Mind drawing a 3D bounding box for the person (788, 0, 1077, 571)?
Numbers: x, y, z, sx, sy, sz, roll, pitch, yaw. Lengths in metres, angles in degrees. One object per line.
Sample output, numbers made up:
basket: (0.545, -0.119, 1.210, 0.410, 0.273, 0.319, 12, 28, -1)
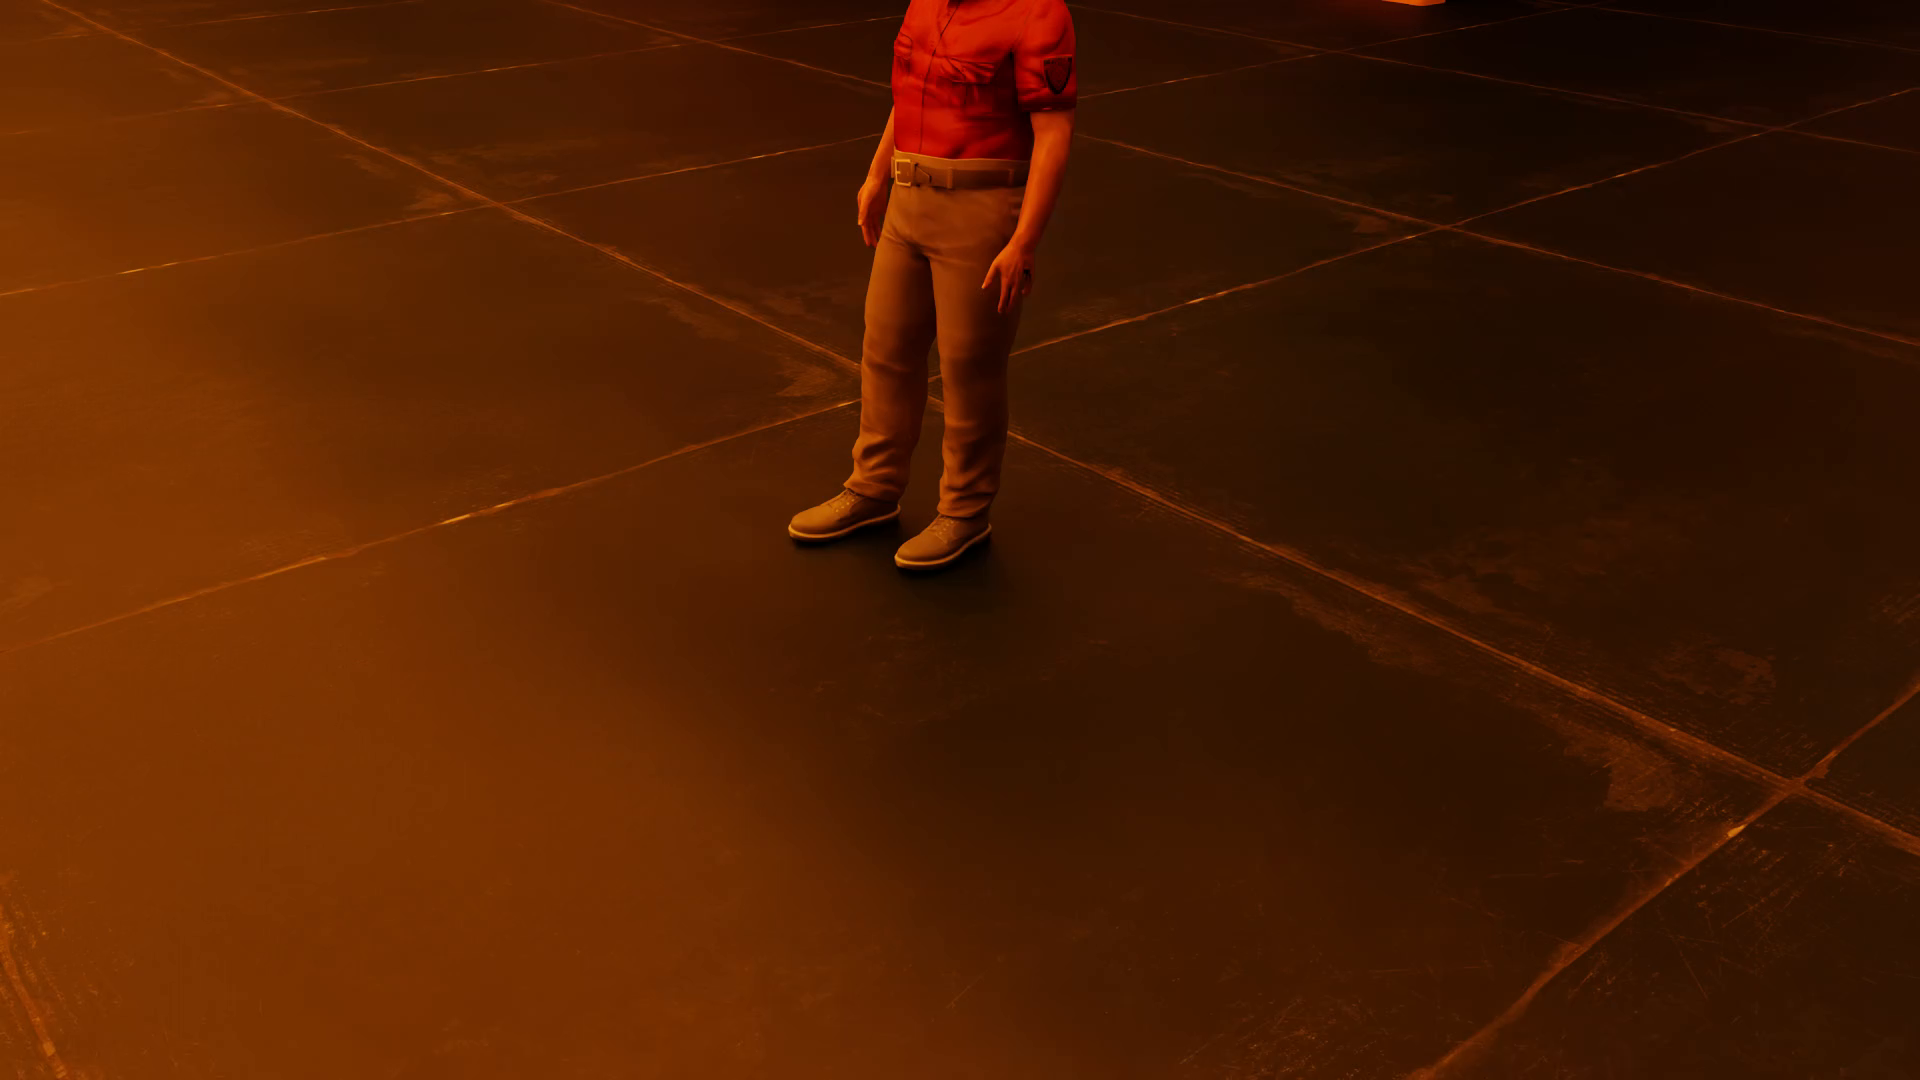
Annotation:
person: (-0.077, -0.759, 4.071, 0.551, 1.727, 0.640, -20, 33, -35)
